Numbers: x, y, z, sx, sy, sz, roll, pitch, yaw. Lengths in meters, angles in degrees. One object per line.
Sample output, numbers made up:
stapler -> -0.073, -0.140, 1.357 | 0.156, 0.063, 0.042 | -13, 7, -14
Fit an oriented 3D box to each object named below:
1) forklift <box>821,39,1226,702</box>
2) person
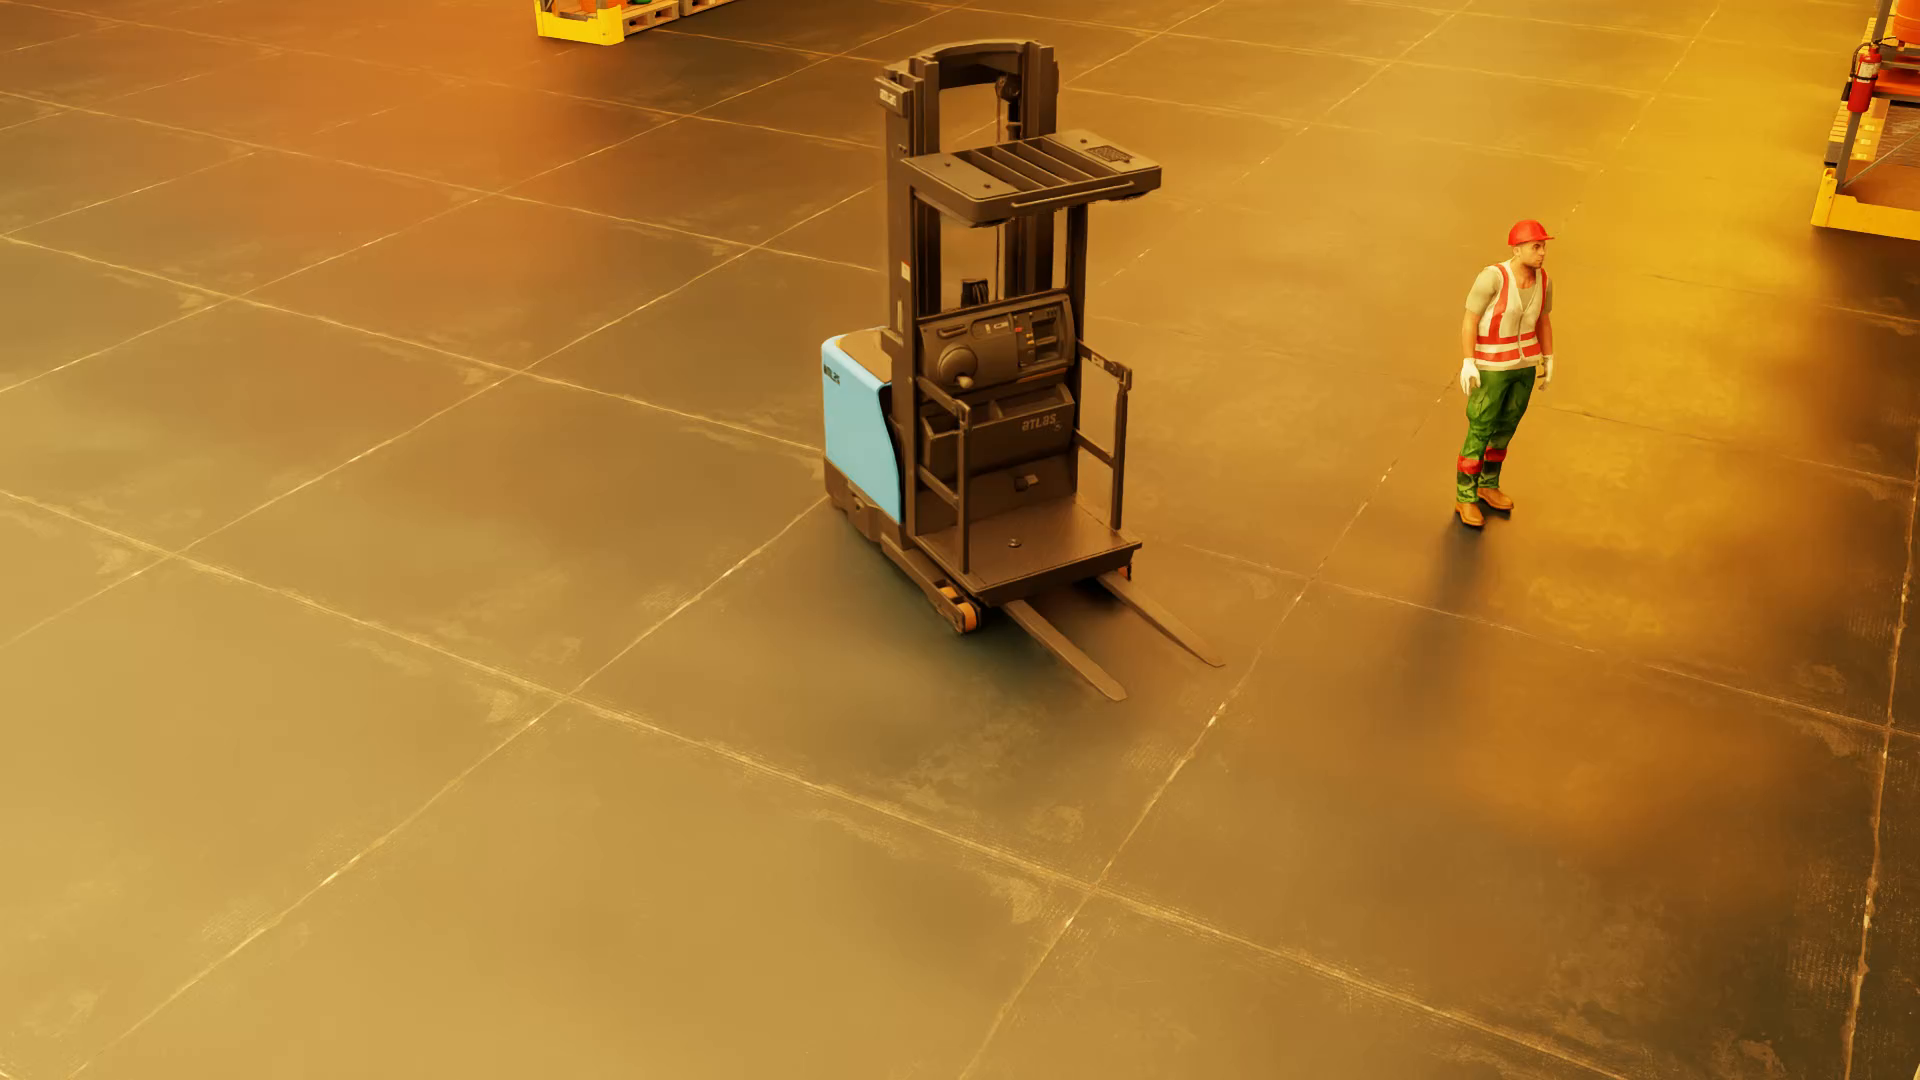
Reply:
forklift -> 0.317, -1.022, 8.841 | 1.130, 2.935, 3.031 | -16, 34, -25
person -> 3.303, -1.008, 9.945 | 0.638, 1.786, 0.566 | -10, 31, -16
